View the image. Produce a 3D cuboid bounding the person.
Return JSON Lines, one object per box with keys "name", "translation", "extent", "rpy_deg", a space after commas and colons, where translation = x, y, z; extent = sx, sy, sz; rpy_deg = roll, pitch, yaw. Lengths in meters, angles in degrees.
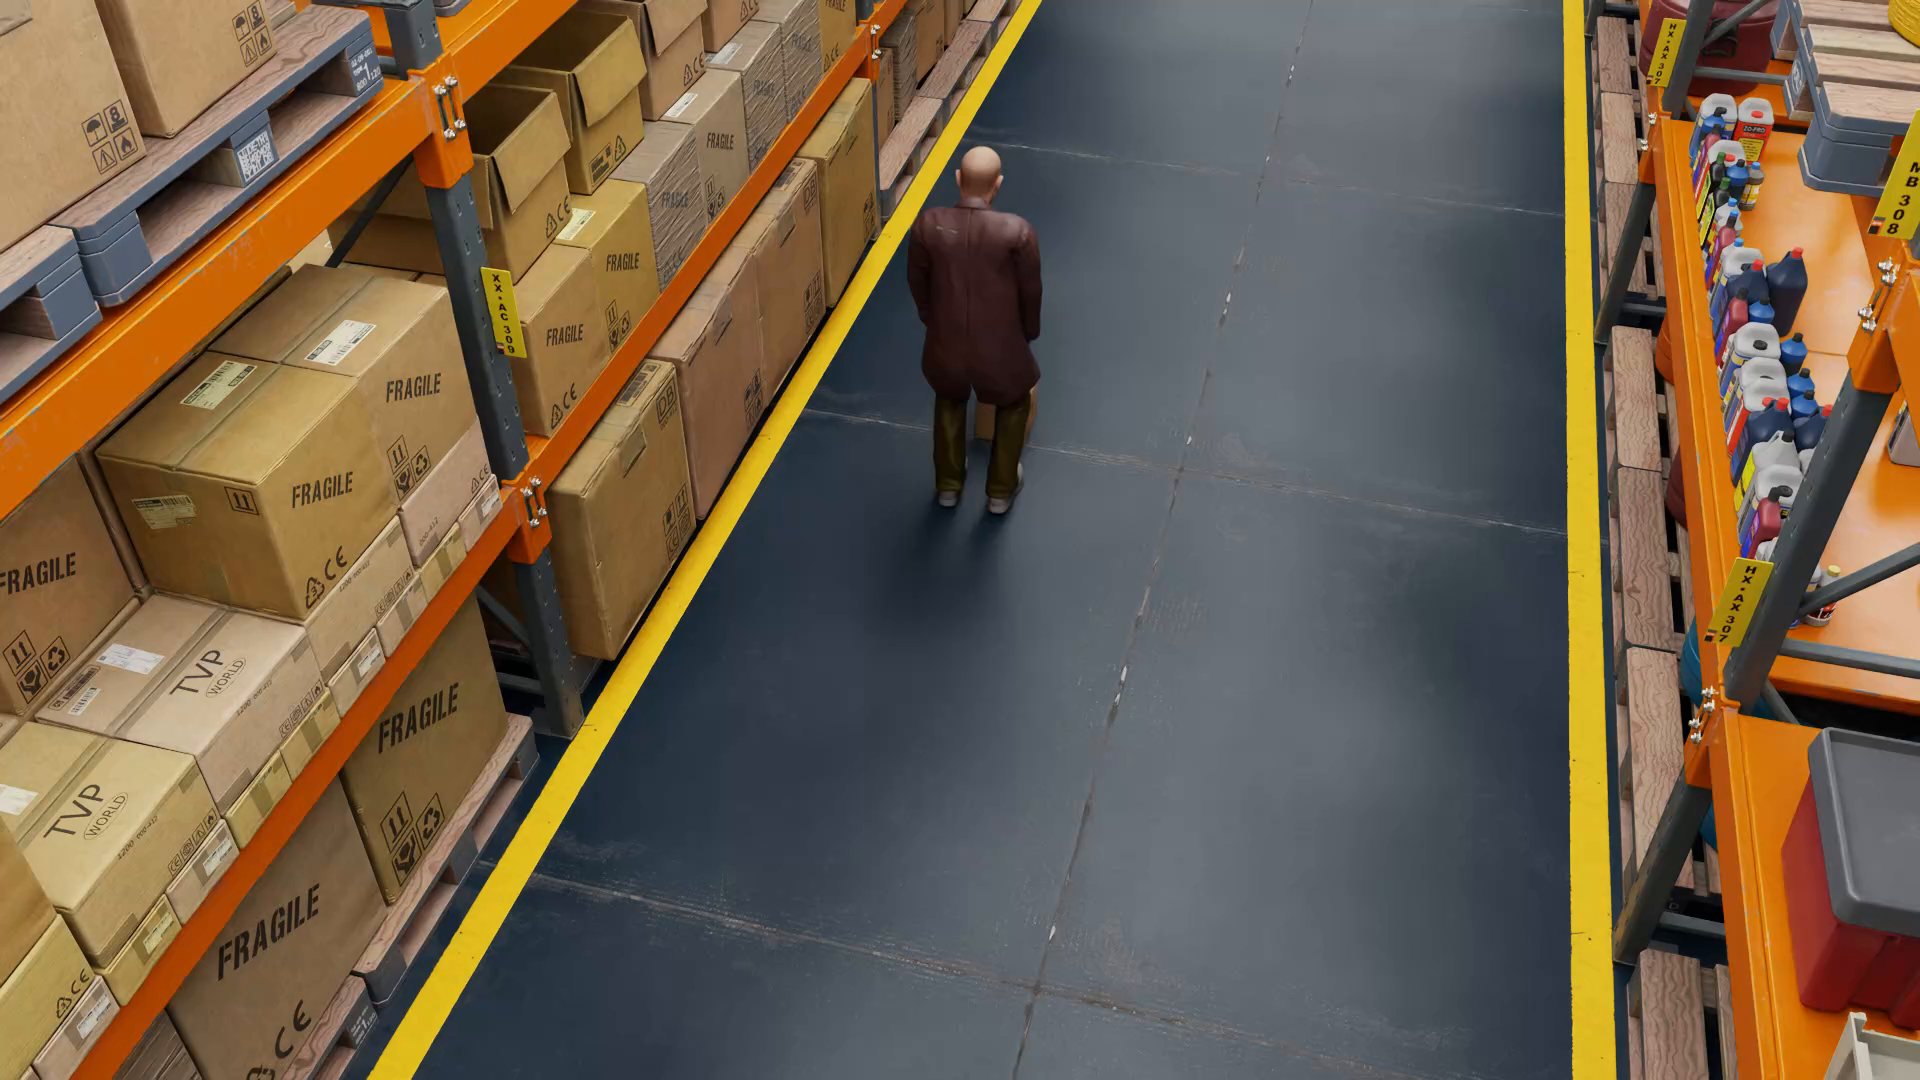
{"name": "person", "translation": [0.060, -0.863, 7.304], "extent": [0.615, 1.628, 0.539], "rpy_deg": [11, 42, 12]}
